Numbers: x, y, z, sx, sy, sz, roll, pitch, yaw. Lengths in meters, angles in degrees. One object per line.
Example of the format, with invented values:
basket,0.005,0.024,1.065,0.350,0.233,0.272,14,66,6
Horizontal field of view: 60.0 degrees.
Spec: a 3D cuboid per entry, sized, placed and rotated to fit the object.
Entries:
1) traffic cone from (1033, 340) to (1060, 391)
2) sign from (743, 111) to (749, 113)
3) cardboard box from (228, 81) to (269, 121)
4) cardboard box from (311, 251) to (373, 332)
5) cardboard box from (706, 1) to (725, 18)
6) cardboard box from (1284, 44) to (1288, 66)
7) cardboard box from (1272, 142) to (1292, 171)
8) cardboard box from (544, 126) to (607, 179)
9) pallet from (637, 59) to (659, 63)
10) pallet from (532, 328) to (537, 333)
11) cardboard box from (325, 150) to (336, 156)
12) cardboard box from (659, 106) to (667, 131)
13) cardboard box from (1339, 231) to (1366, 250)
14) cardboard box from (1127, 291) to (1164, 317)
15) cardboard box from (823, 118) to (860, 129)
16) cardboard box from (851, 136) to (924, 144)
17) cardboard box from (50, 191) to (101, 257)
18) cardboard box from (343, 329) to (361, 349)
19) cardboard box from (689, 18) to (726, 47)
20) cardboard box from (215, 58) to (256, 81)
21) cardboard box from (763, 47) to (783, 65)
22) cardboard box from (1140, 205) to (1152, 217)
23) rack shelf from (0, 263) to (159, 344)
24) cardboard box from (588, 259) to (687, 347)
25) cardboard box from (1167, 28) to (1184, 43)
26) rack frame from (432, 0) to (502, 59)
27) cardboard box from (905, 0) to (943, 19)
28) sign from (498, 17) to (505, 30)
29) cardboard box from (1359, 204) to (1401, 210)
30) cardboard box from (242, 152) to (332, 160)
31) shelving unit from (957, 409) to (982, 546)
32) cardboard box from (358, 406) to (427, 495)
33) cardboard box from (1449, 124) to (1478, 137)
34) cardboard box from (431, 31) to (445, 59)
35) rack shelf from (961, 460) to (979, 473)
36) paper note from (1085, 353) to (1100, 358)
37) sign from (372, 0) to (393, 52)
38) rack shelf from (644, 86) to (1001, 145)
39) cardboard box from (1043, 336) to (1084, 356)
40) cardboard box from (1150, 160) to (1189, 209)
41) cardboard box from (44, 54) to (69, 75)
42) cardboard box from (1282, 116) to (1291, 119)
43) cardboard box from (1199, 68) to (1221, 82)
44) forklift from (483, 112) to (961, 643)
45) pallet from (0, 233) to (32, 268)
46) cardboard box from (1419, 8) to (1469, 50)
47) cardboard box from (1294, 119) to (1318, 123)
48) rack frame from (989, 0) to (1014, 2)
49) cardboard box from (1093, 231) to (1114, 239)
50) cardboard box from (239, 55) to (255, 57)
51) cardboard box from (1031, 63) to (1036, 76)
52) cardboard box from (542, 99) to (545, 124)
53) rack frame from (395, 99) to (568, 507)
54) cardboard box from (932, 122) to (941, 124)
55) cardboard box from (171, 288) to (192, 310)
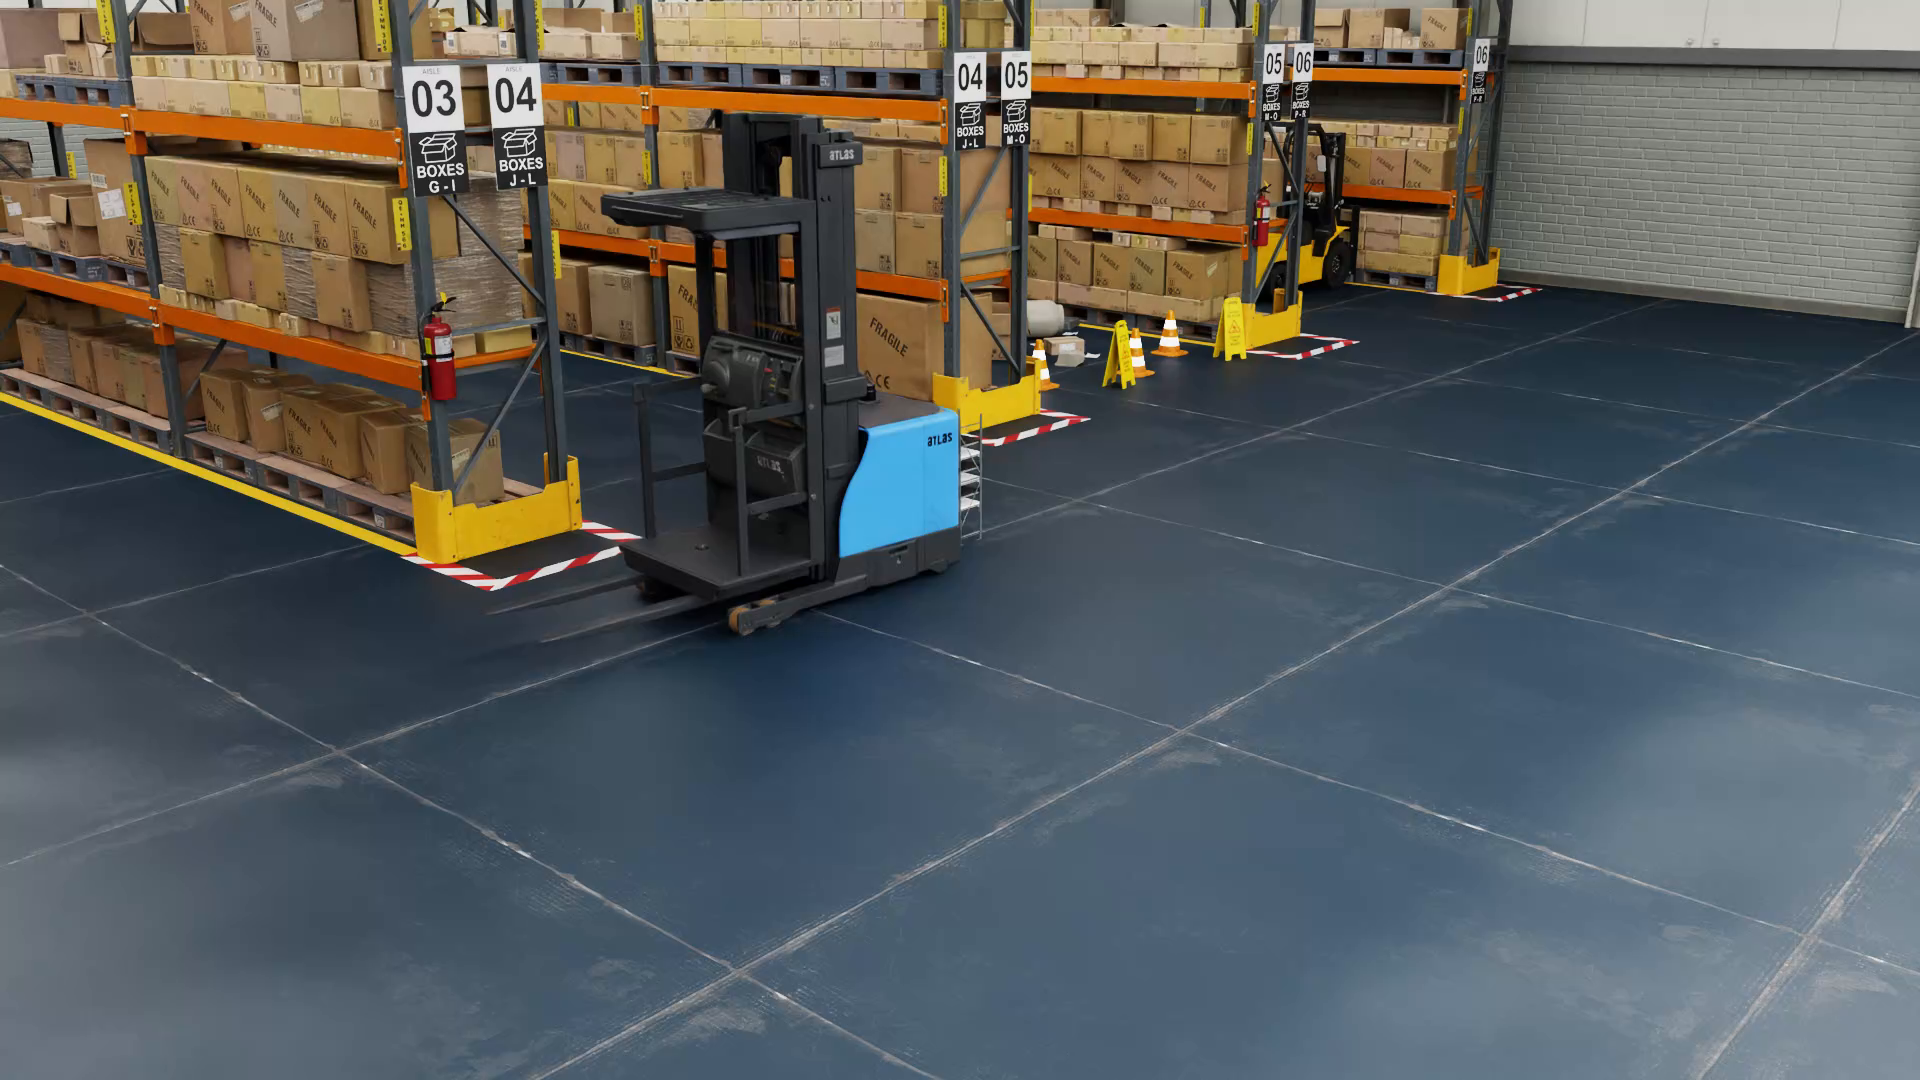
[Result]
traffic cone,0.778,-1.731,16.302,0.334,0.463,0.336,15,23,39
sign,-2.907,-5.685,22.651,0.005,0.325,0.100,15,23,39
cardboard box,-4.797,-3.113,11.750,0.500,0.250,0.500,15,23,38
cardboard box,-3.982,-1.790,11.636,0.500,0.500,0.875,15,23,39
cardboard box,-2.142,-4.951,15.532,0.250,0.149,0.380,15,23,38
cardboard box,3.243,-5.314,18.195,0.500,0.250,0.500,15,23,38
cardboard box,4.681,-5.277,23.115,0.500,0.500,0.500,15,23,39
cardboard box,-4.275,-4.244,18.209,0.500,0.500,0.700,15,23,39
pallet,-3.896,-6.940,23.874,1.213,0.211,1.003,16,24,42
pallet,-5.211,-2.614,19.501,1.213,0.211,1.003,15,23,39
cardboard box,-7.582,-4.790,20.484,0.250,0.149,0.380,16,24,41
cardboard box,-4.231,-6.134,24.162,0.500,0.500,0.500,15,23,38
cardboard box,5.395,-4.134,22.702,0.500,0.250,0.500,14,23,38
cardboard box,2.277,-2.750,19.168,0.500,0.250,0.500,15,23,39
cardboard box,-1.562,-5.298,21.995,0.500,0.500,0.500,16,23,40
cardboard box,-0.821,-3.415,15.380,0.550,0.550,0.875,15,23,39
cardboard box,-7.485,-2.790,14.580,0.797,0.503,0.637,-15,23,-40
cardboard box,-4.070,-1.444,11.618,0.250,0.149,0.380,15,23,39
cardboard box,-2.201,-4.801,15.719,0.500,0.250,0.500,15,23,39
cardboard box,-5.088,-3.374,11.914,0.250,0.149,0.380,14,23,38
cardboard box,-1.575,-4.418,15.171,0.250,0.149,0.380,15,23,40
cardboard box,2.269,-3.770,18.947,0.250,0.149,0.380,15,23,40
rack shelf,-7.623,-2.273,15.003,4.000,0.370,1.077,15,23,39
cardboard box,-3.283,-2.548,17.706,0.750,0.750,1.050,15,23,39
cardboard box,2.468,-5.514,18.166,0.250,0.149,0.380,15,23,40
rack frame,-5.751,-6.978,18.724,0.127,3.000,1.000,15,23,39
cardboard box,-0.245,-4.441,13.926,0.250,0.149,0.380,15,23,40
sign,-5.377,-5.957,19.478,0.005,0.325,0.100,15,23,39
cardboard box,5.758,-4.484,22.982,0.500,0.250,0.500,15,23,39
cardboard box,-5.233,-2.752,13.013,0.500,0.500,0.500,15,23,39
shelving unit,-0.006,-0.431,11.481,0.210,0.900,0.258,15,23,39
cardboard box,-4.061,-0.661,12.173,0.500,0.500,0.500,-11,21,-31
cardboard box,6.625,-5.391,21.910,0.250,0.149,0.380,14,23,38
cardboard box,-6.347,-5.653,19.343,0.500,0.500,0.500,15,23,39
rack shelf,-0.006,-0.485,11.464,0.200,0.077,0.258,15,23,39
paper note,1.414,-1.977,17.791,0.142,0.019,0.148,7,19,21
sign,-3.519,-3.141,10.127,0.005,0.325,0.100,15,23,39
rack shelf,-1.263,-4.001,15.491,4.000,0.370,1.077,15,23,39
cardboard box,1.122,-2.100,17.983,0.380,0.149,0.250,-6,18,-18
cardboard box,2.482,-3.991,18.570,0.500,0.500,0.500,15,23,39
cardboard box,-7.596,-4.086,14.262,0.250,0.166,0.380,14,22,38
cardboard box,4.778,-5.937,23.630,0.250,0.149,0.380,14,23,38
cardboard box,2.782,-5.014,17.908,0.250,0.149,0.380,15,23,40
forklift,-1.415,-1.011,9.952,3.031,2.935,1.130,-16,23,-41
pallet,-8.515,-2.807,15.814,1.003,0.211,1.213,15,23,39
cardboard box,6.242,-6.536,21.263,0.500,0.500,0.500,16,24,41
cardboard box,4.800,-5.707,22.905,0.250,0.149,0.380,15,23,39
rack frame,0.751,-9.242,25.858,0.127,3.000,1.000,15,23,39
cardboard box,1.835,-3.441,20.107,0.500,0.500,0.500,17,24,42
cardboard box,-5.308,-3.657,12.807,0.250,0.149,0.380,14,22,37
cardboard box,0.939,-5.558,19.622,0.250,0.149,0.380,15,23,39
cardboard box,-6.443,-6.722,26.017,0.500,0.500,0.500,15,23,38
rack frame,-3.135,-1.411,11.098,0.127,3.000,1.000,15,23,39
cardboard box,-0.085,-5.105,21.388,0.500,0.500,0.500,15,23,39
cardboard box,-5.988,-1.930,13.149,0.250,0.149,0.380,15,23,39
